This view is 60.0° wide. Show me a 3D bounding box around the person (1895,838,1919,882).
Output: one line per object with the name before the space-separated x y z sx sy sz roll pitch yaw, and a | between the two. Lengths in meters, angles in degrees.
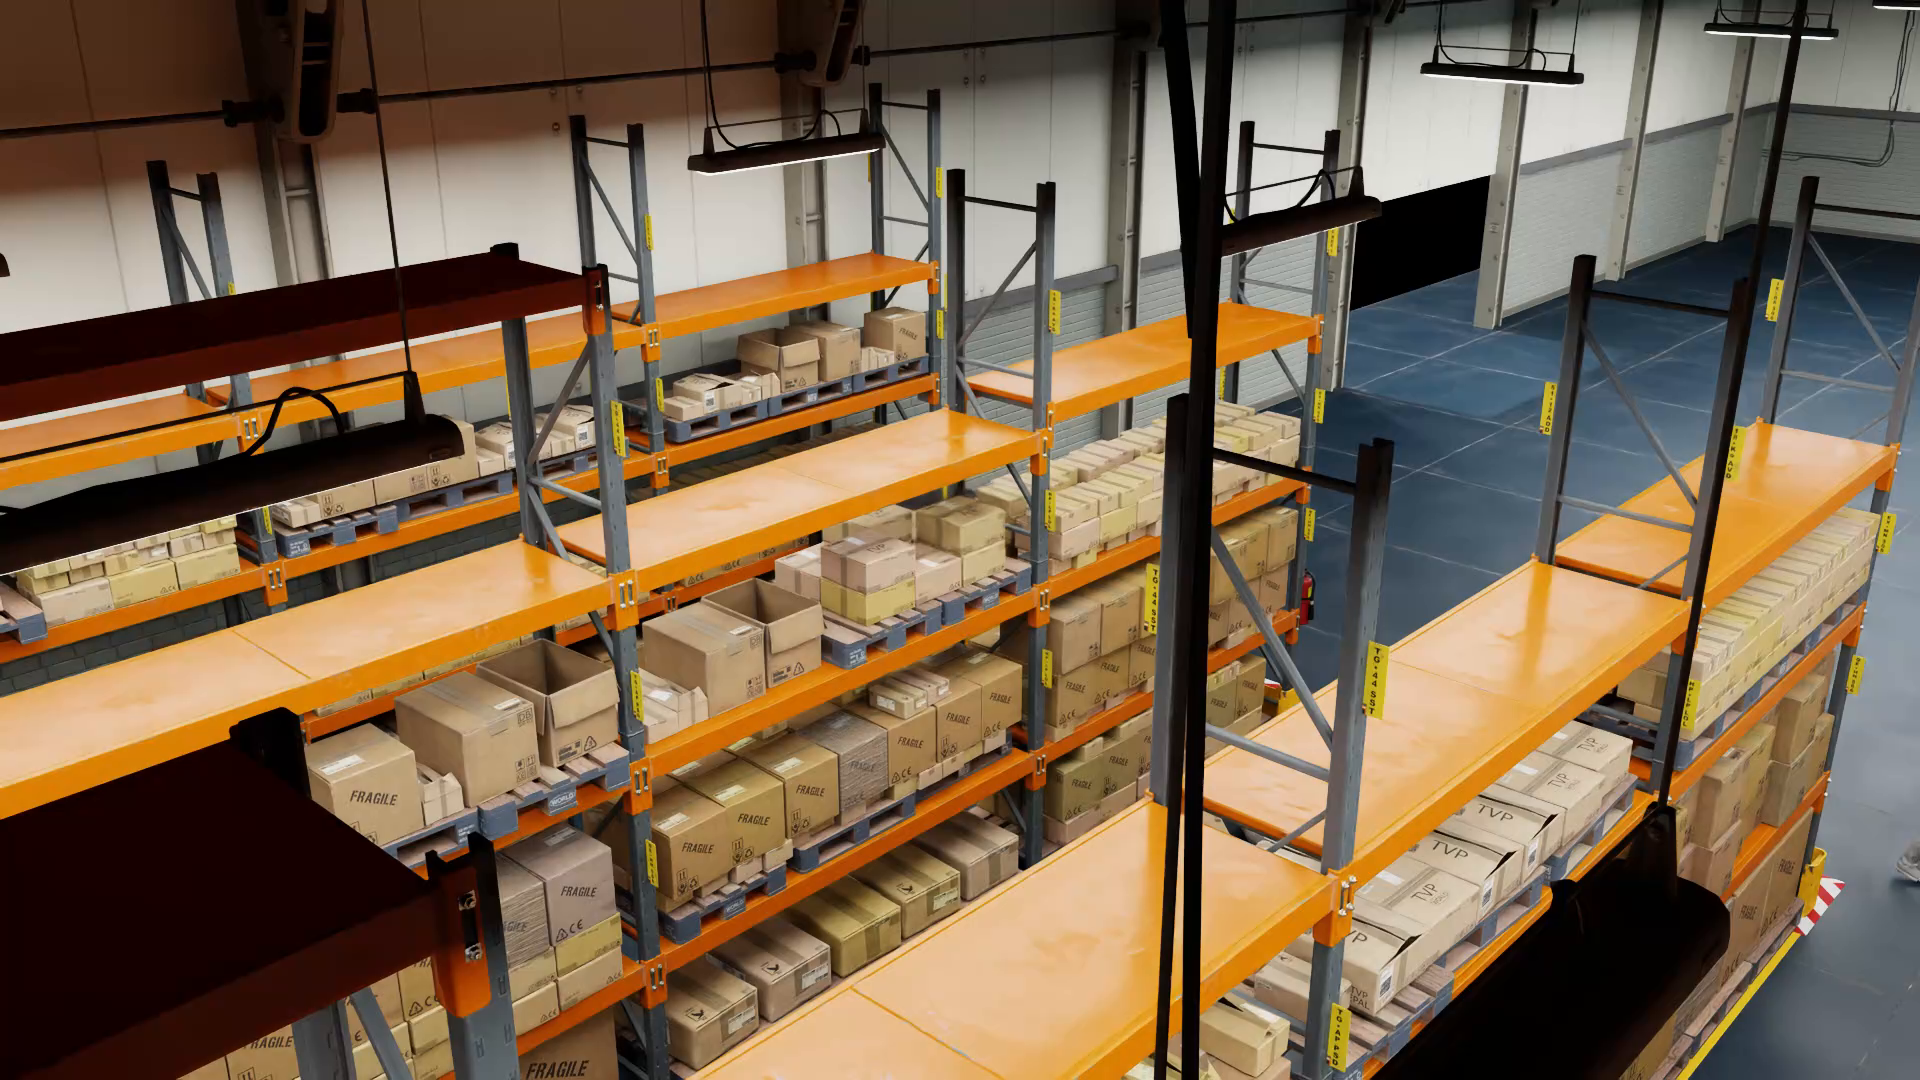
person | 8.514 2.237 13.988 0.491 1.626 0.866 -16 27 -36
